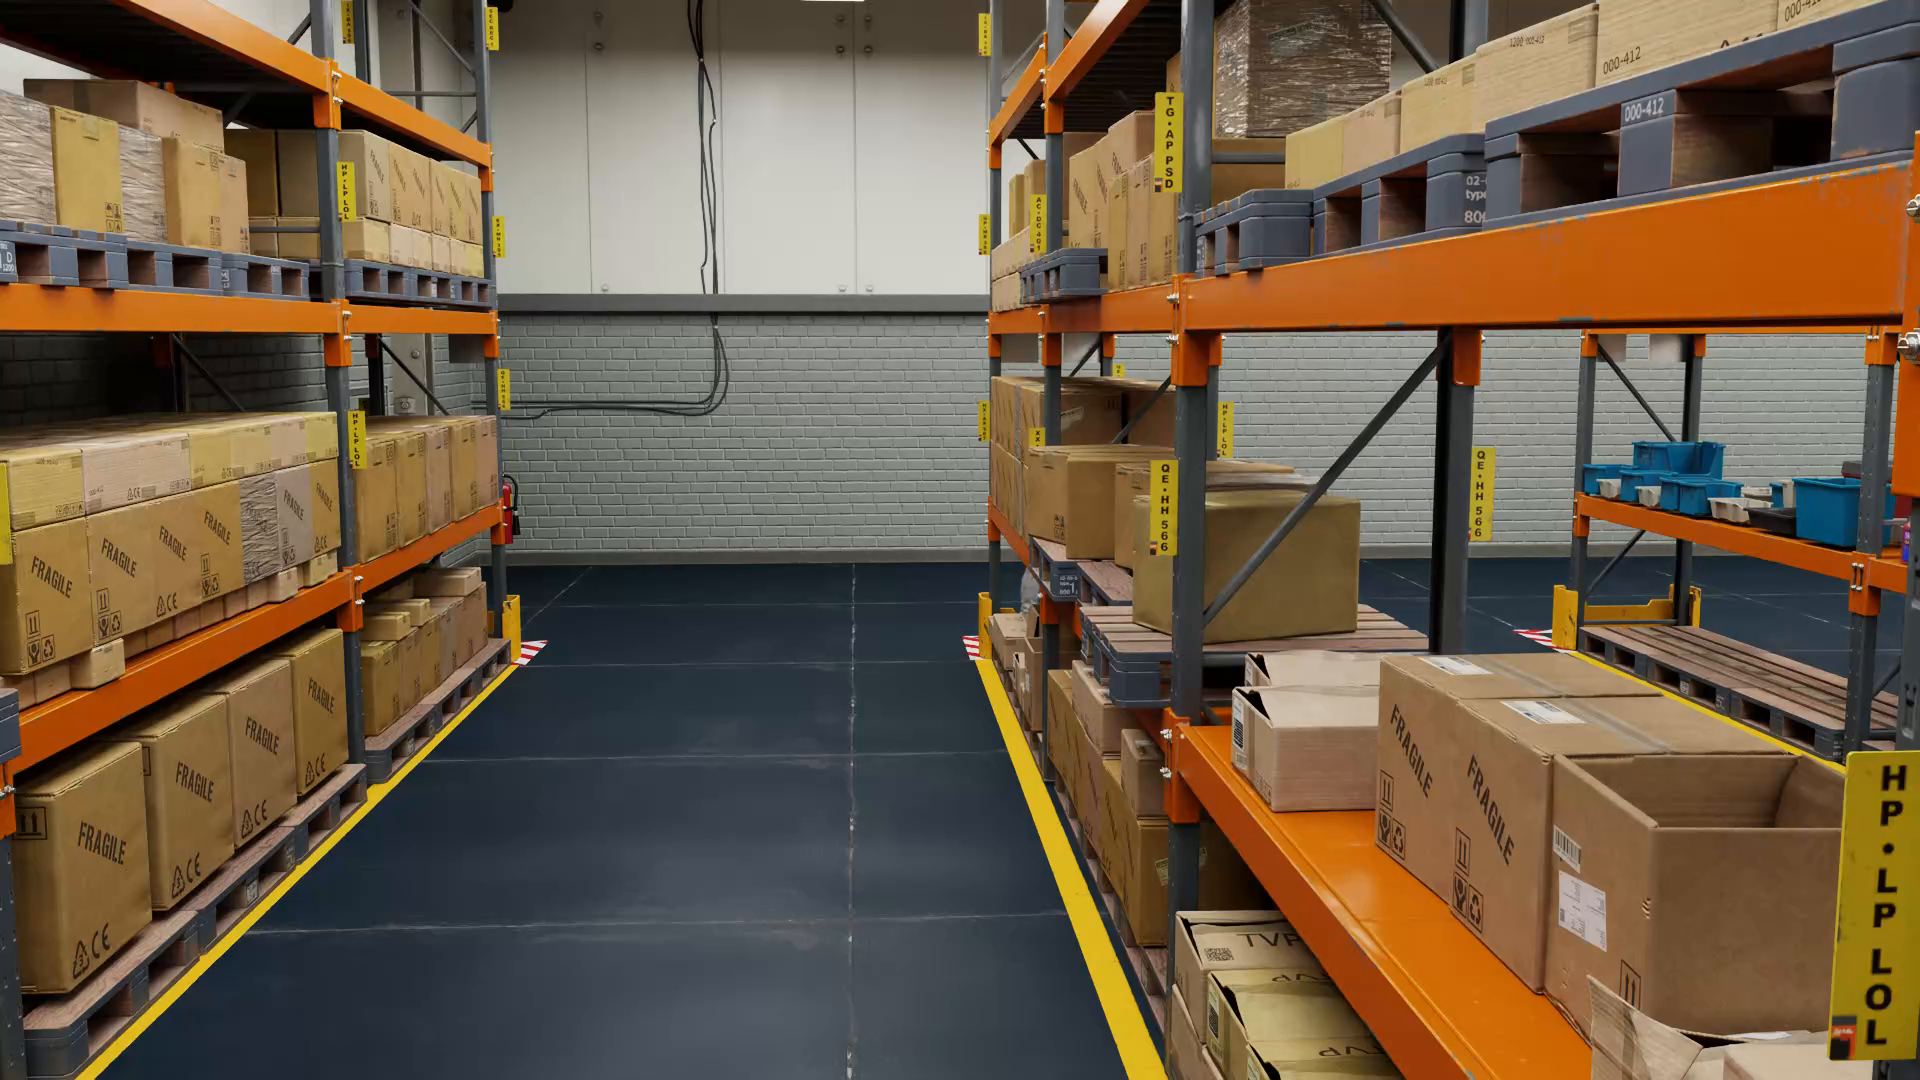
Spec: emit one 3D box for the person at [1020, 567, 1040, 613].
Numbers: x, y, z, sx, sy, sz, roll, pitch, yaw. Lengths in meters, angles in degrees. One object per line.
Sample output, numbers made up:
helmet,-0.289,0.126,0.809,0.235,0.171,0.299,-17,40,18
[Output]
person,0.740,-0.110,15.545,0.556,1.687,0.461,0,7,-4
